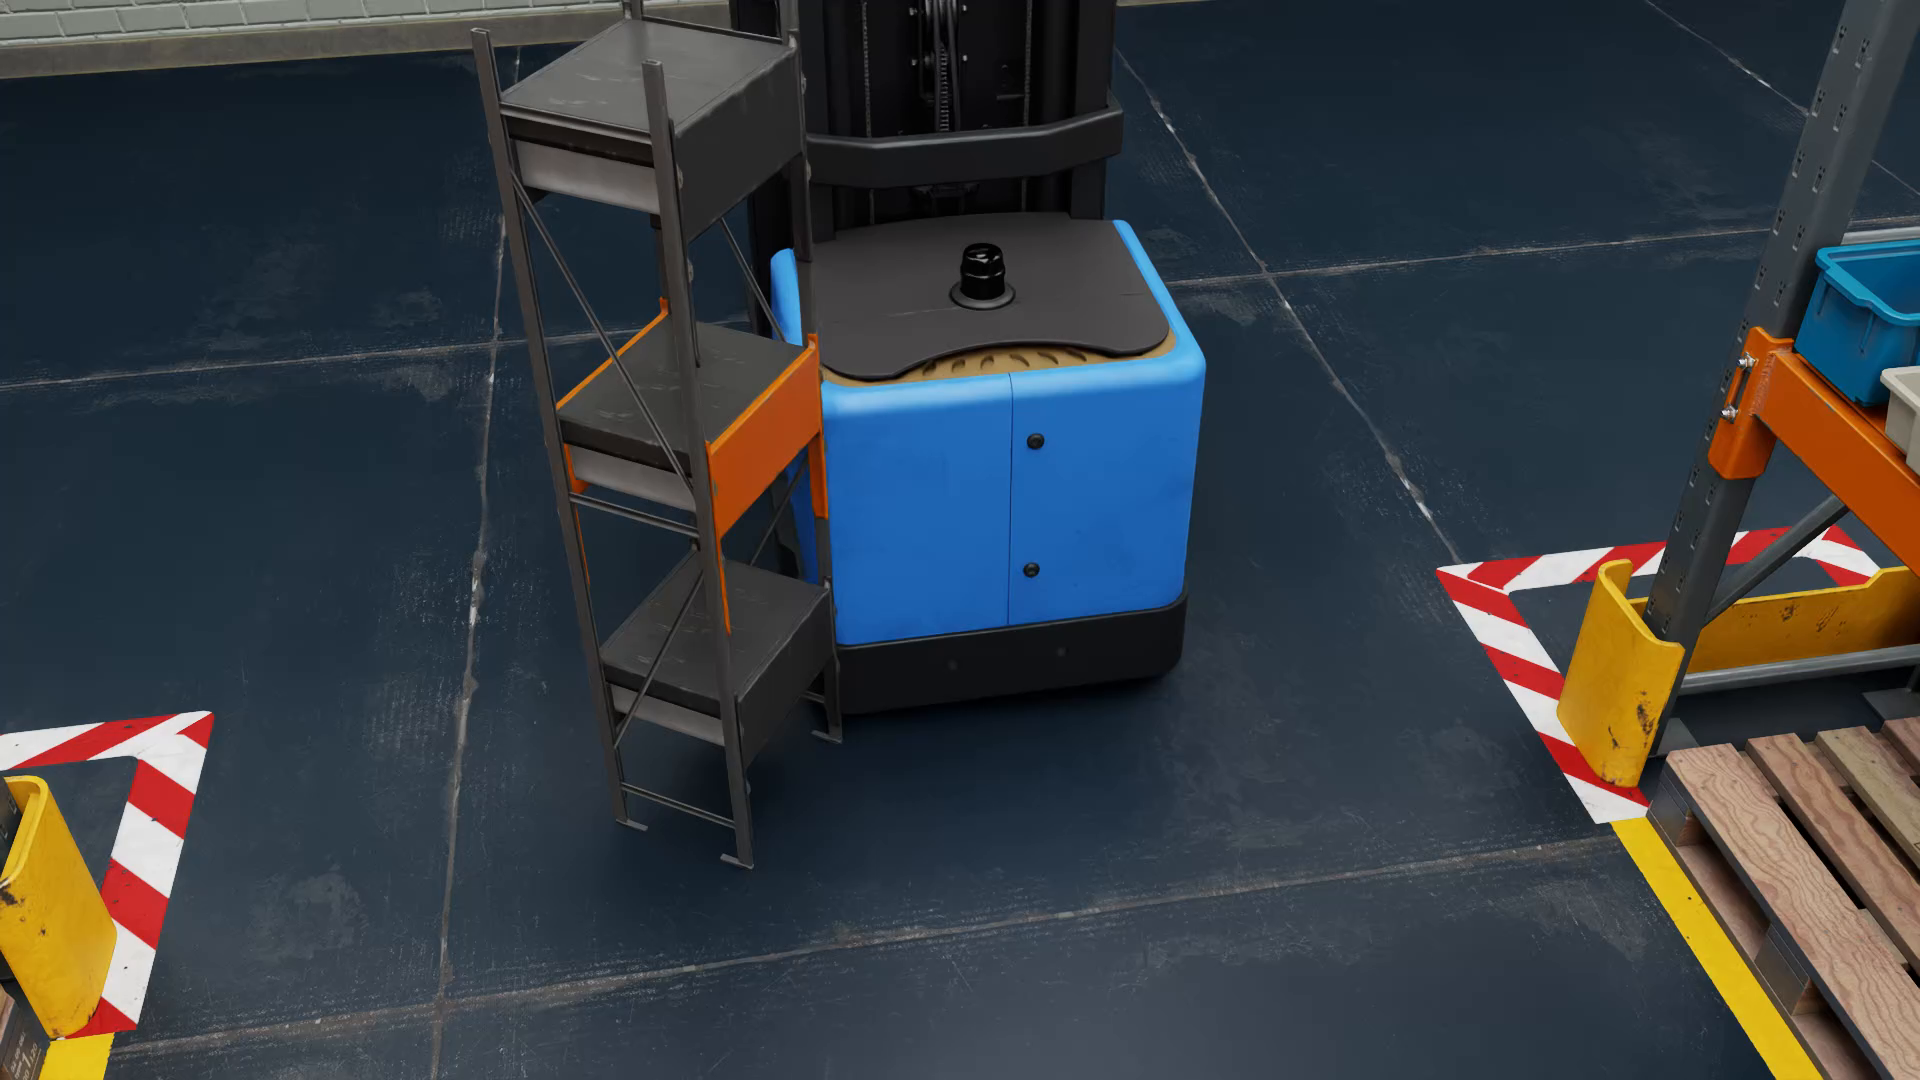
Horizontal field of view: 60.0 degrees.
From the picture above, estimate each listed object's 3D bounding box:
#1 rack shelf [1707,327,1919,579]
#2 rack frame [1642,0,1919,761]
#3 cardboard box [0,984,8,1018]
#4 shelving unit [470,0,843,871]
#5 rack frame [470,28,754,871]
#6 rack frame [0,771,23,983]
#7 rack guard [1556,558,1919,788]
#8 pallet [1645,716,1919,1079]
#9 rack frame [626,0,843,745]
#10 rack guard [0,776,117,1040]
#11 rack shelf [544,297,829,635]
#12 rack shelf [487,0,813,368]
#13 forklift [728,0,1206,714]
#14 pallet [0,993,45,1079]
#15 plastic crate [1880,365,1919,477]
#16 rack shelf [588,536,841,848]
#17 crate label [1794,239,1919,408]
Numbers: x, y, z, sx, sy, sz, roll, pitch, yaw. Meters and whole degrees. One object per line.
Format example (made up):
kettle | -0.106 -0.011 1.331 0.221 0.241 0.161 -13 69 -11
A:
rack shelf | 2.622 0.818 2.339 1.077 0.370 4.000 -6 38 -8
rack frame | 2.271 -0.674 3.673 1.000 3.000 0.127 -6 38 -8
cardboard box | -2.269 0.972 3.233 0.500 0.500 0.500 -6 38 -8
shelving unit | -0.605 -0.187 3.779 0.431 2.100 0.503 15 40 19
rack frame | -0.704 -0.050 3.603 0.400 2.100 0.015 15 40 19
rack frame | -2.606 -0.144 2.990 1.000 3.000 0.127 -6 38 -8
rack guard | 2.254 0.300 4.457 1.175 0.500 0.348 -6 38 -8
pallet | 2.377 0.929 3.882 1.003 0.211 1.213 -6 38 -8
rack frame | -0.506 -0.324 3.955 0.400 2.100 0.015 15 40 19
rack guard | -2.593 0.889 3.698 1.175 0.500 0.348 -6 38 -8
rack shelf | -0.605 -0.176 3.788 0.431 0.518 0.480 15 40 19
rack shelf | -0.605 -0.729 3.358 0.431 0.518 0.480 15 40 19
forklift | -0.147 -1.587 4.904 1.130 2.935 3.031 -7 38 -8
pallet | -2.452 1.485 3.167 1.003 0.211 1.213 -6 38 -8
plastic crate | 1.965 -0.207 3.237 0.250 0.136 0.298 -6 38 -8
rack shelf | -0.605 0.376 4.217 0.431 0.518 0.480 15 40 19
crate label | 1.990 -0.447 3.468 0.416 0.233 0.303 -6 38 -8
